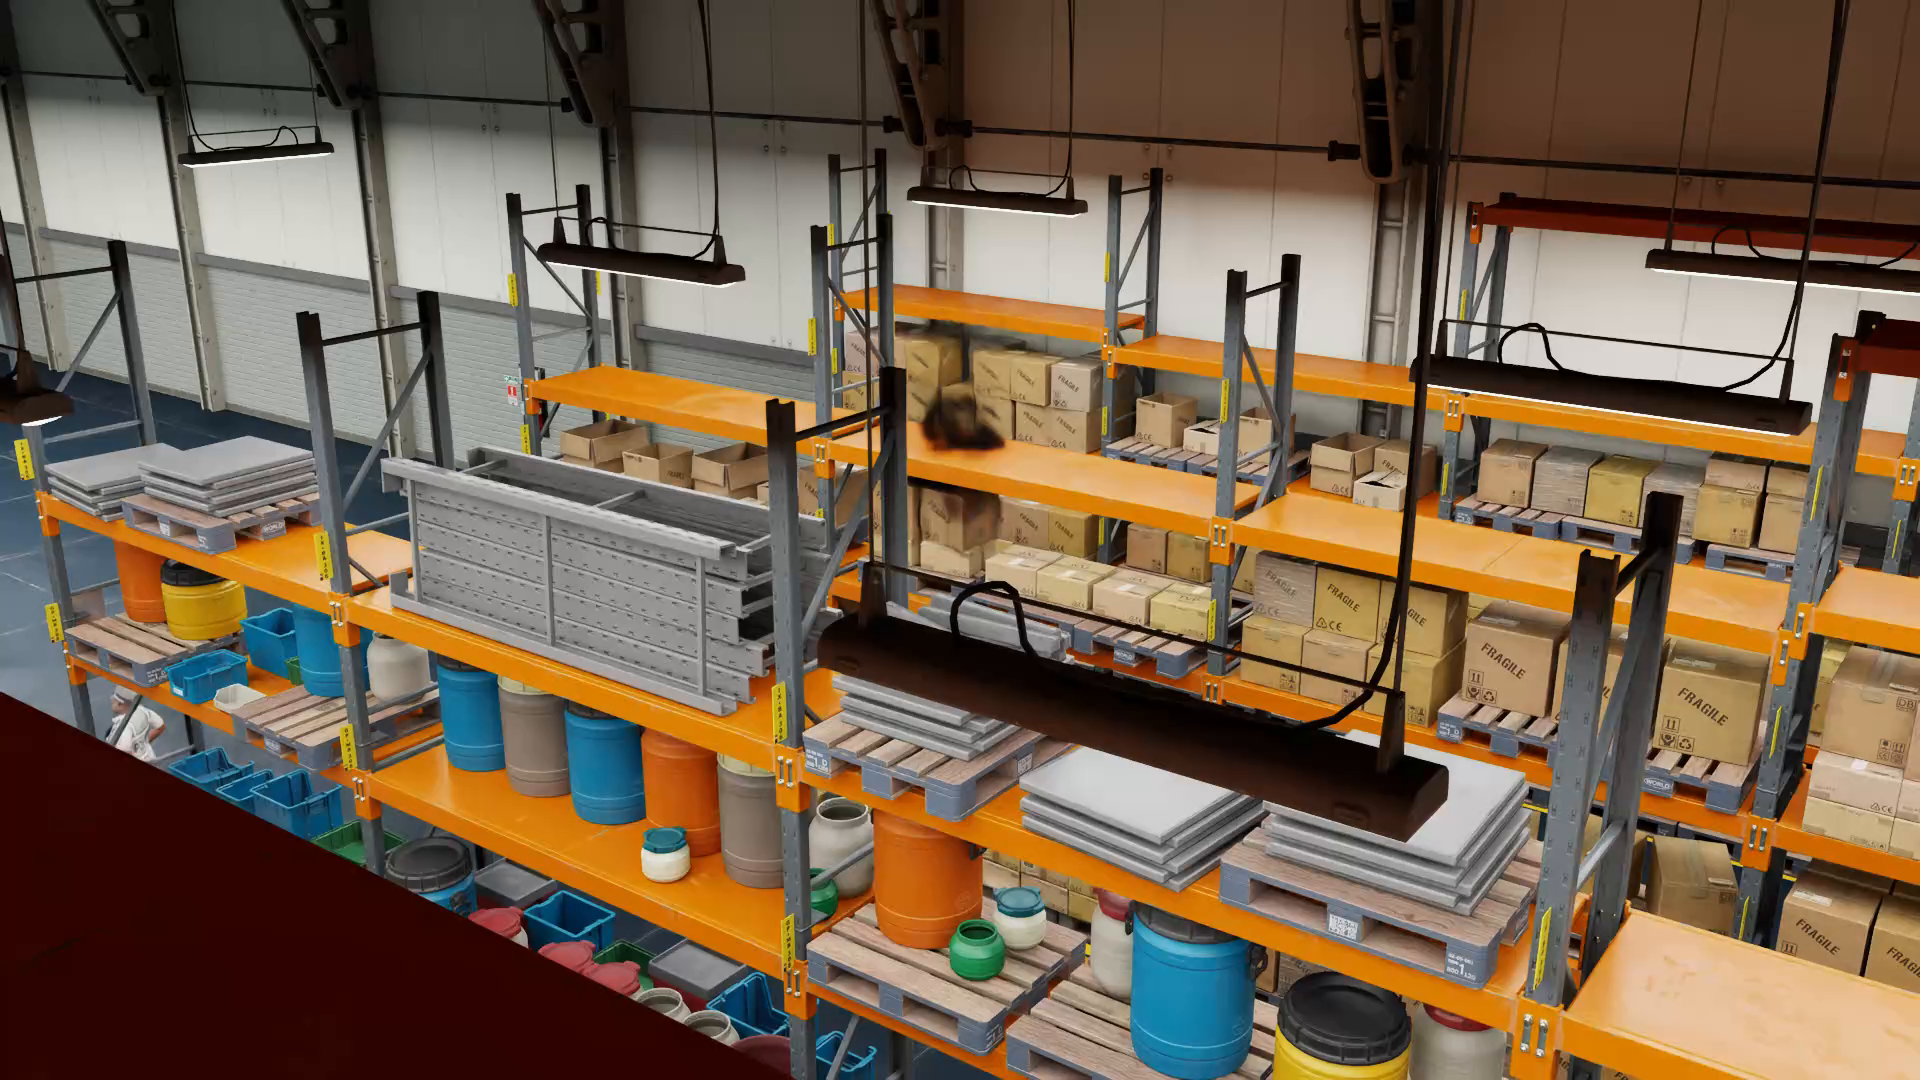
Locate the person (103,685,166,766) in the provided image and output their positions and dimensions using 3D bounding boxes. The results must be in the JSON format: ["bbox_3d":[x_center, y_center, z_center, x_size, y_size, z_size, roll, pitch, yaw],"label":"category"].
[{"bbox_3d":[-7.844,2.210,15.799,0.838,1.792,0.681,-3,19,-9],"label":"person"}]
